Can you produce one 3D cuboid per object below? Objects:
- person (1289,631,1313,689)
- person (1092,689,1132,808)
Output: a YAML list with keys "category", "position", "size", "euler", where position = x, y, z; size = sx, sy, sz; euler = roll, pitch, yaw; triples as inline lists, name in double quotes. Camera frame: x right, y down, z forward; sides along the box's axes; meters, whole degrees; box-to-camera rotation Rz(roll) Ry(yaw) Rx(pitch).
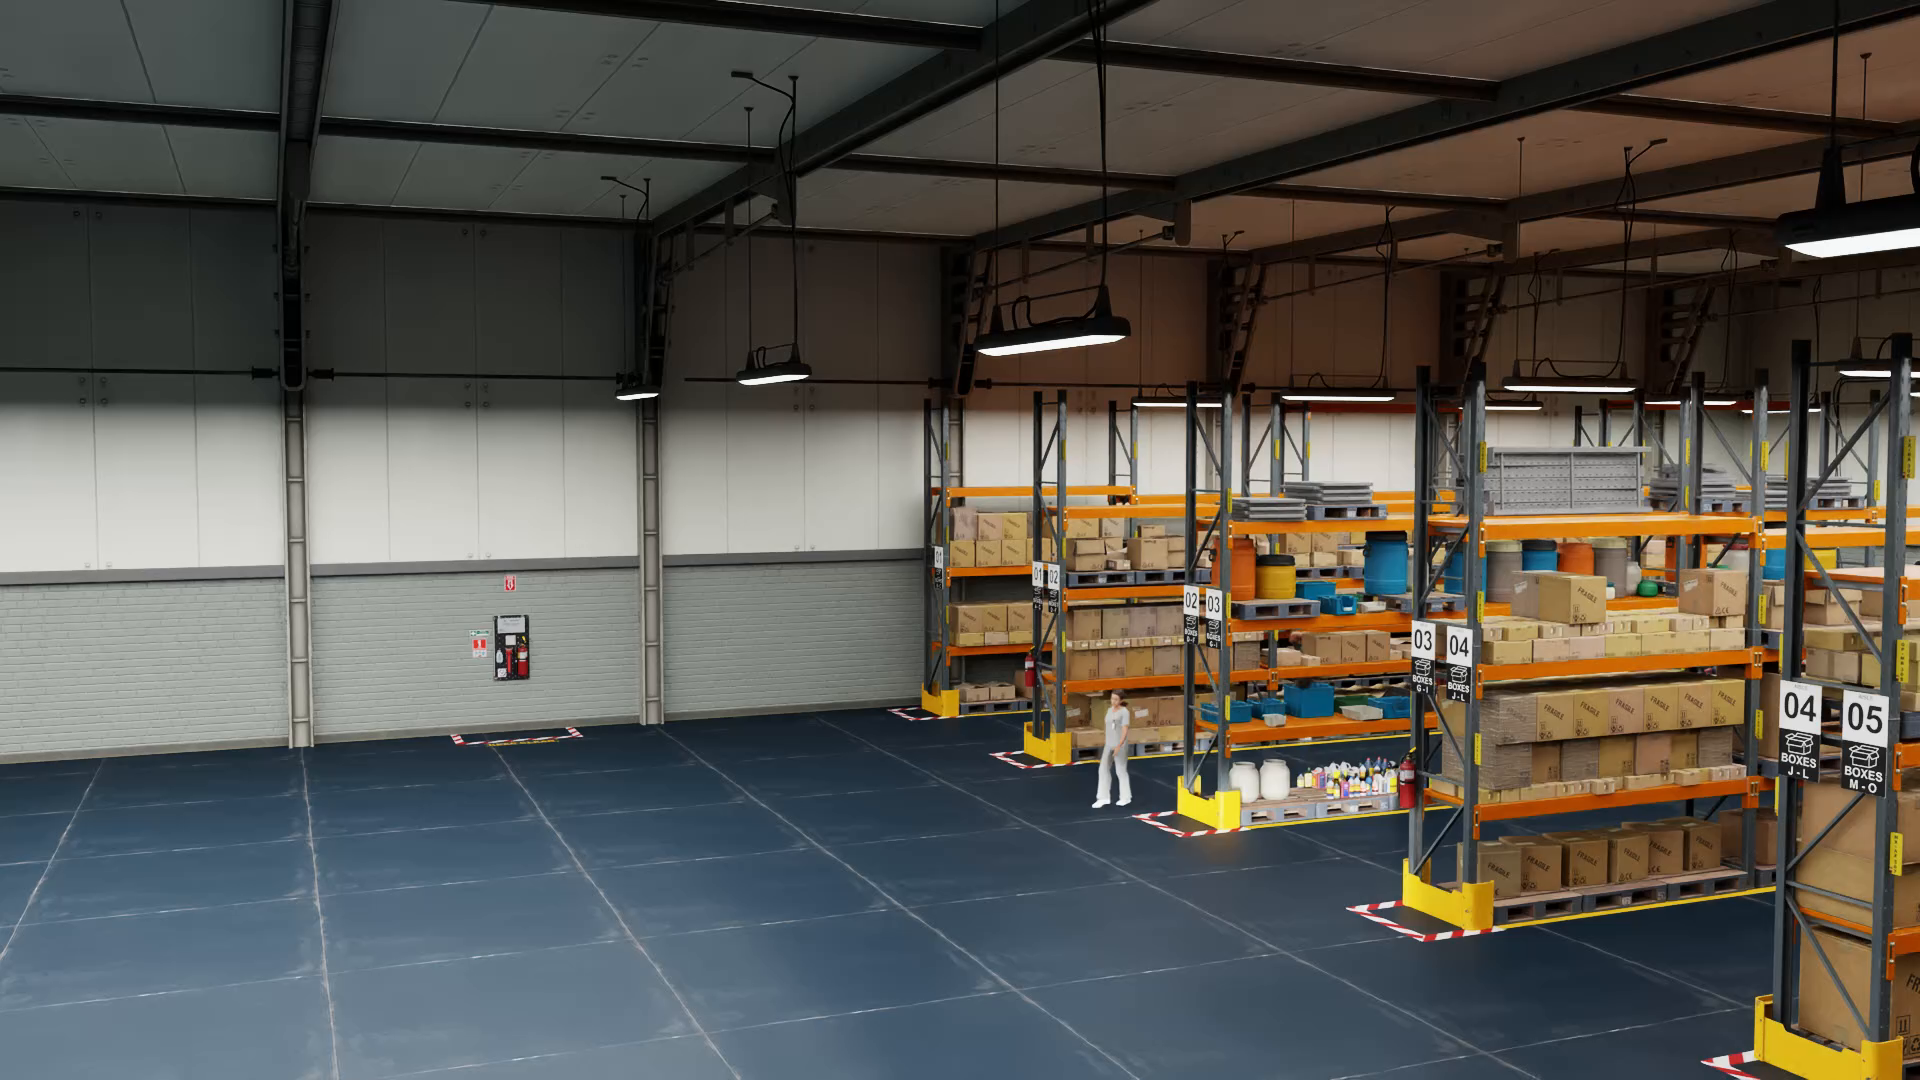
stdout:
- category: "person"
  position: [6.427, 2.521, 31.056]
  size: [0.721, 1.633, 0.696]
  euler: [-1, 3, -13]
- category: "person"
  position: [2.190, 2.955, 23.565]
  size: [0.581, 1.701, 0.490]
  euler: [-3, 4, -38]
